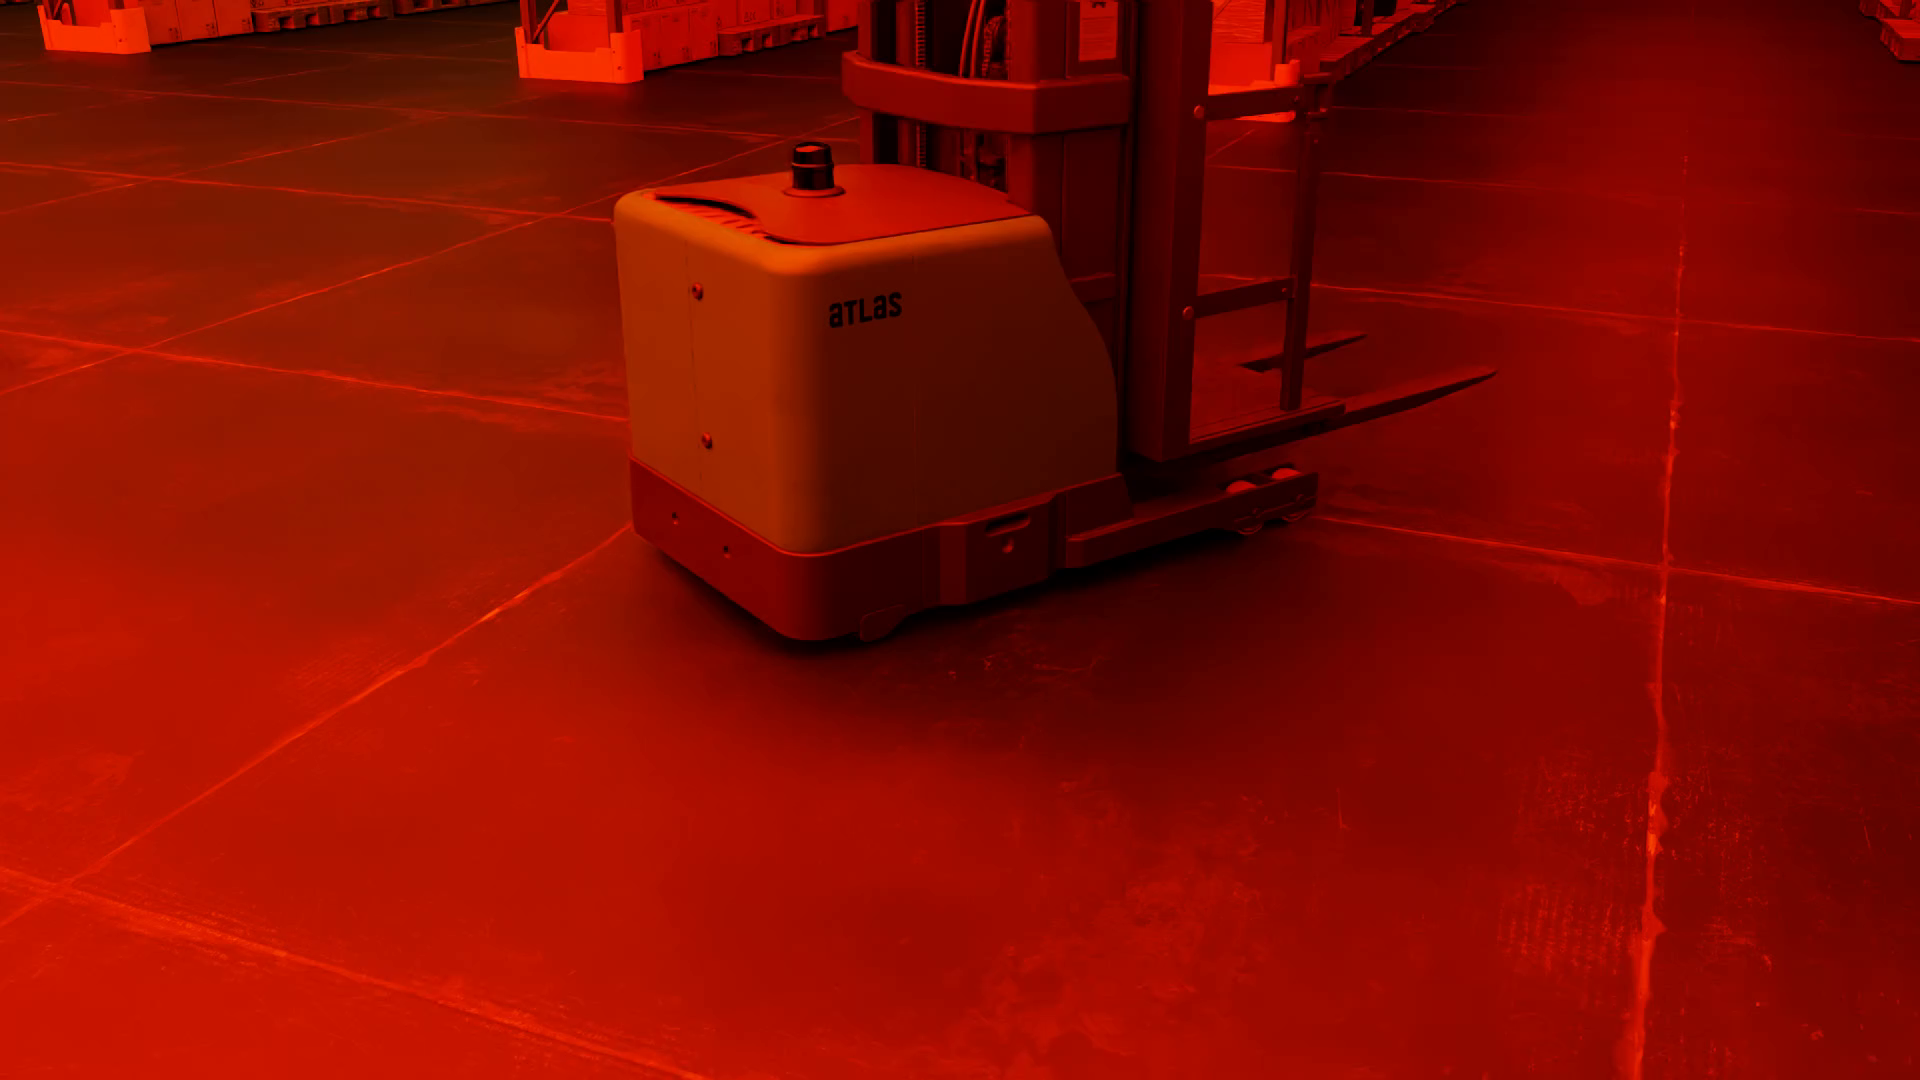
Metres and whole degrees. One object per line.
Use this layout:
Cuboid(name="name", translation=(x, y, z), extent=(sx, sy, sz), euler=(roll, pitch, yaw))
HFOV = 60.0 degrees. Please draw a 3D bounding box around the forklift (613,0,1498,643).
Cuboid(name="forklift", translation=(0.511, -1.516, 4.918), extent=(3.031, 2.935, 1.130), euler=(-16, 27, -33))
